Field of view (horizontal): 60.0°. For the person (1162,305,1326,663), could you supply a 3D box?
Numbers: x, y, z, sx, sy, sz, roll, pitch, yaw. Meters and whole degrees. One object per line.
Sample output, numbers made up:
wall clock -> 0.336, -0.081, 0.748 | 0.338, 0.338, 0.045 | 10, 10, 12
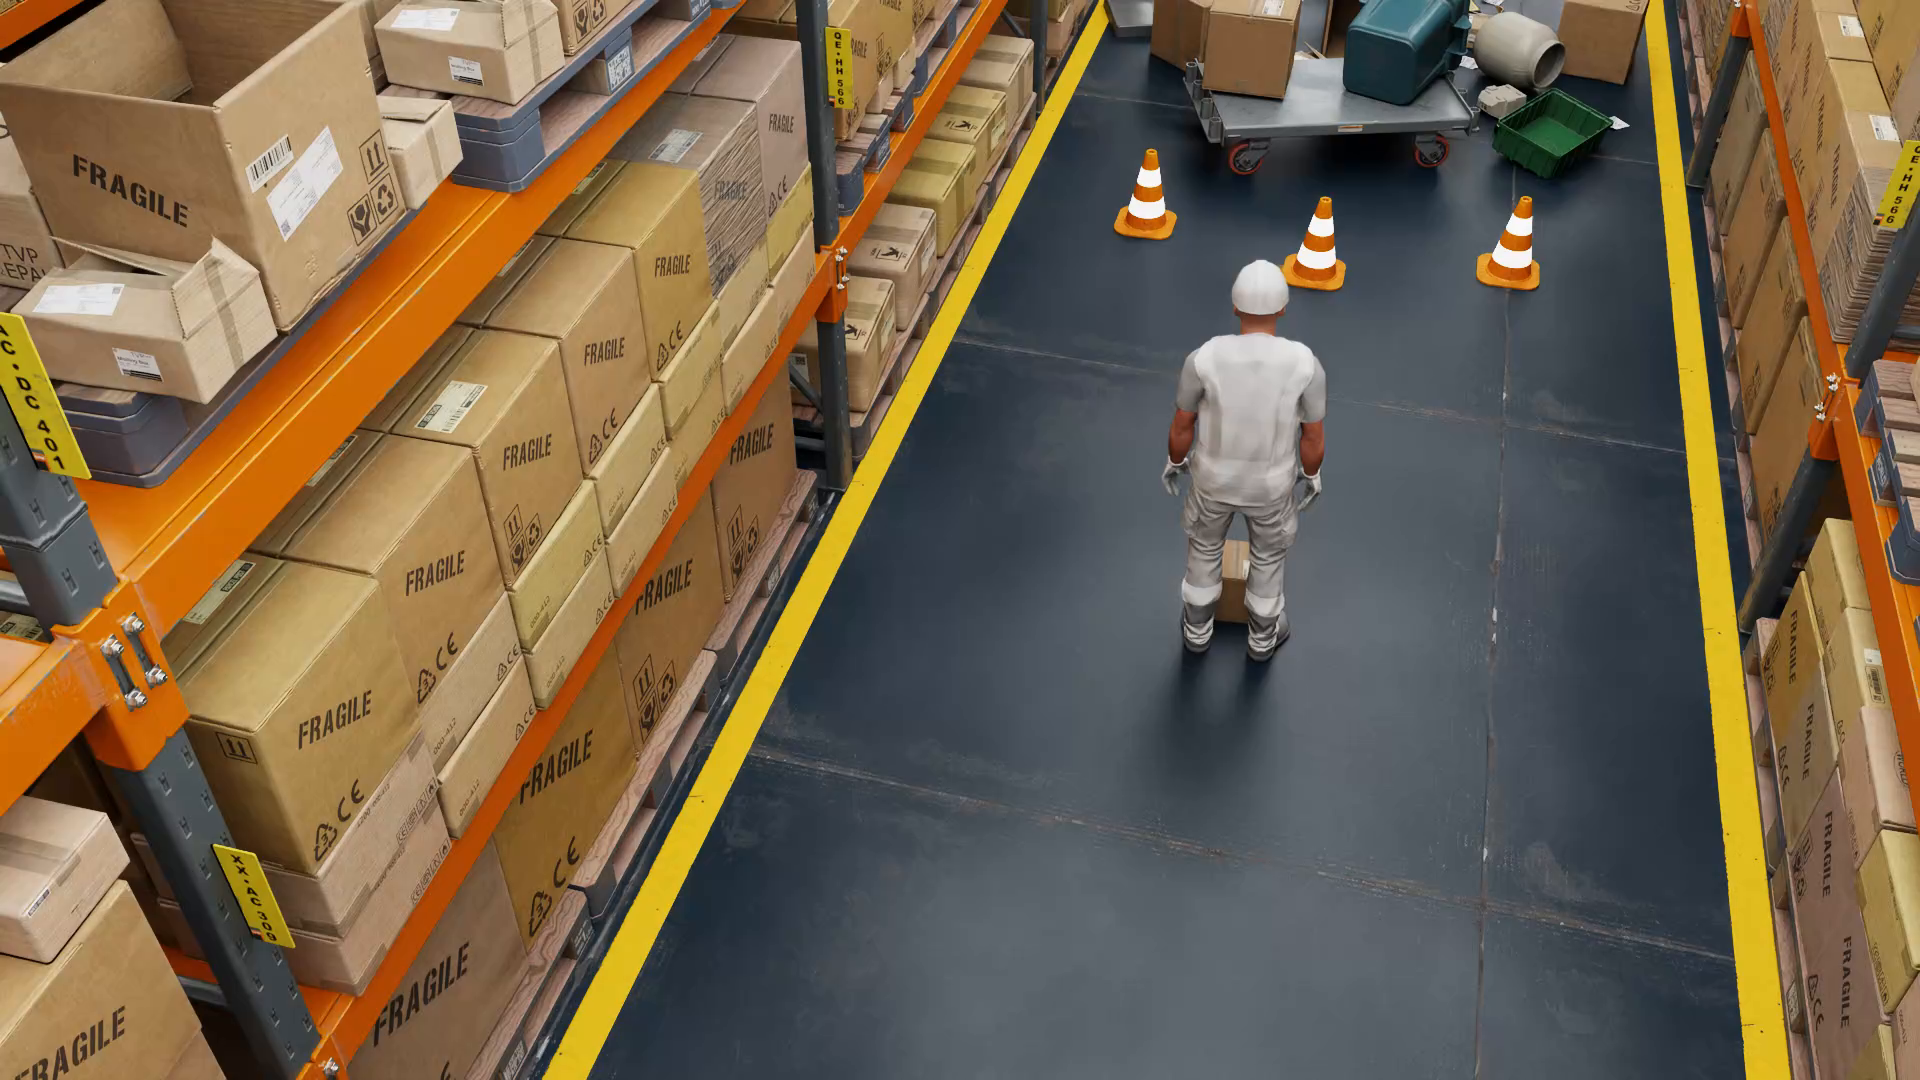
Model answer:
person -> 15.300, -3.465, 10.218 | 26.498, 1.731, 15.774 | 8, 41, 9
